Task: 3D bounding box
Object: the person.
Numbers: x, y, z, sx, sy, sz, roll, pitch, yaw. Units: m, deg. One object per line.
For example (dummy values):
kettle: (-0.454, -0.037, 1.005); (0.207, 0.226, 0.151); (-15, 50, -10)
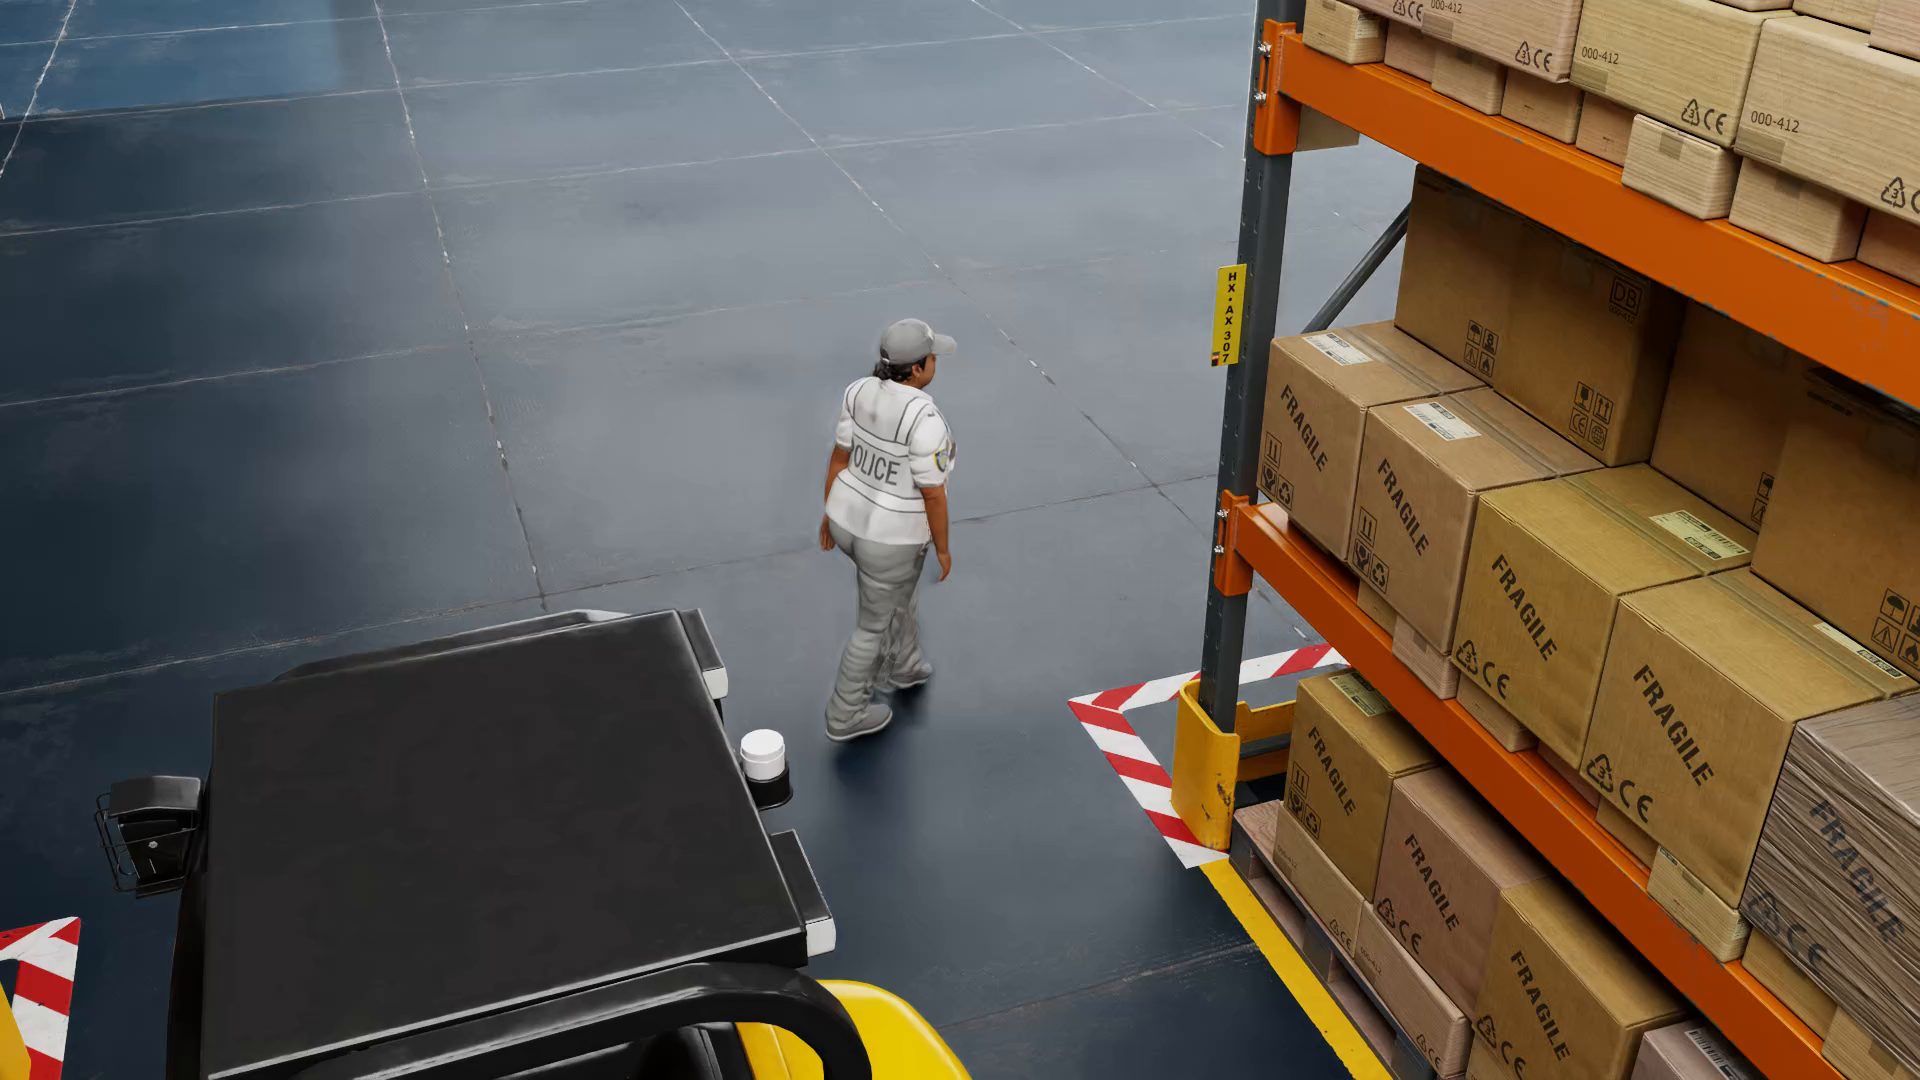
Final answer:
person: (-0.258, -0.005, 6.174); (0.661, 1.692, 0.507); (-22, 36, -33)
